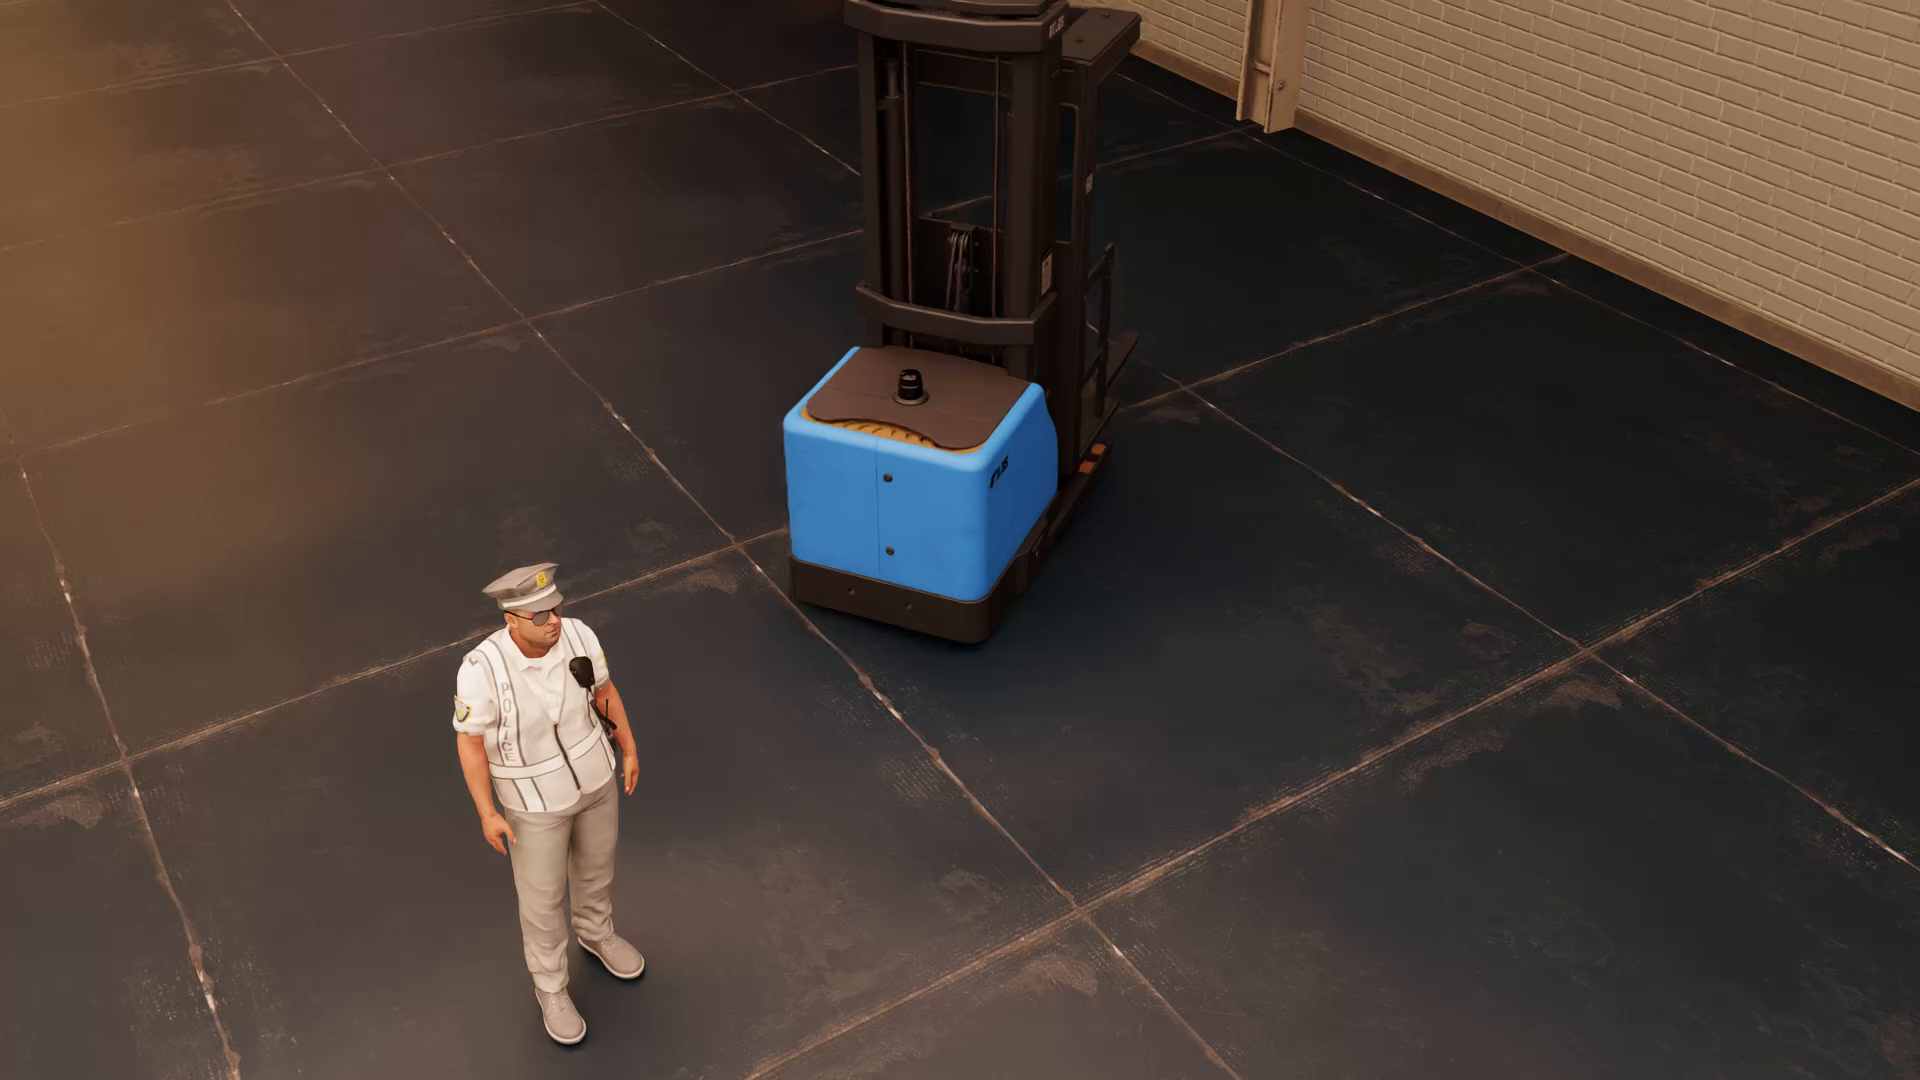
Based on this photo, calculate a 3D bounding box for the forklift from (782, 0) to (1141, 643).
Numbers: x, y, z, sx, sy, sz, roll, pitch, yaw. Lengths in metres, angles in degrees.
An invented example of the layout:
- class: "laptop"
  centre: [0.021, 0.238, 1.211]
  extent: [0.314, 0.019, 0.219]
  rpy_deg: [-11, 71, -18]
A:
- class: "forklift"
  centre: [0.199, -1.551, 8.355]
  extent: [1.130, 2.935, 3.031]
  rpy_deg: [13, 37, 18]

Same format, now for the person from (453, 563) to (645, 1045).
- class: "person"
  centre: [-1.388, 0.889, 5.868]
  extent: [0.642, 1.781, 0.575]
  rpy_deg: [-27, 43, -33]
